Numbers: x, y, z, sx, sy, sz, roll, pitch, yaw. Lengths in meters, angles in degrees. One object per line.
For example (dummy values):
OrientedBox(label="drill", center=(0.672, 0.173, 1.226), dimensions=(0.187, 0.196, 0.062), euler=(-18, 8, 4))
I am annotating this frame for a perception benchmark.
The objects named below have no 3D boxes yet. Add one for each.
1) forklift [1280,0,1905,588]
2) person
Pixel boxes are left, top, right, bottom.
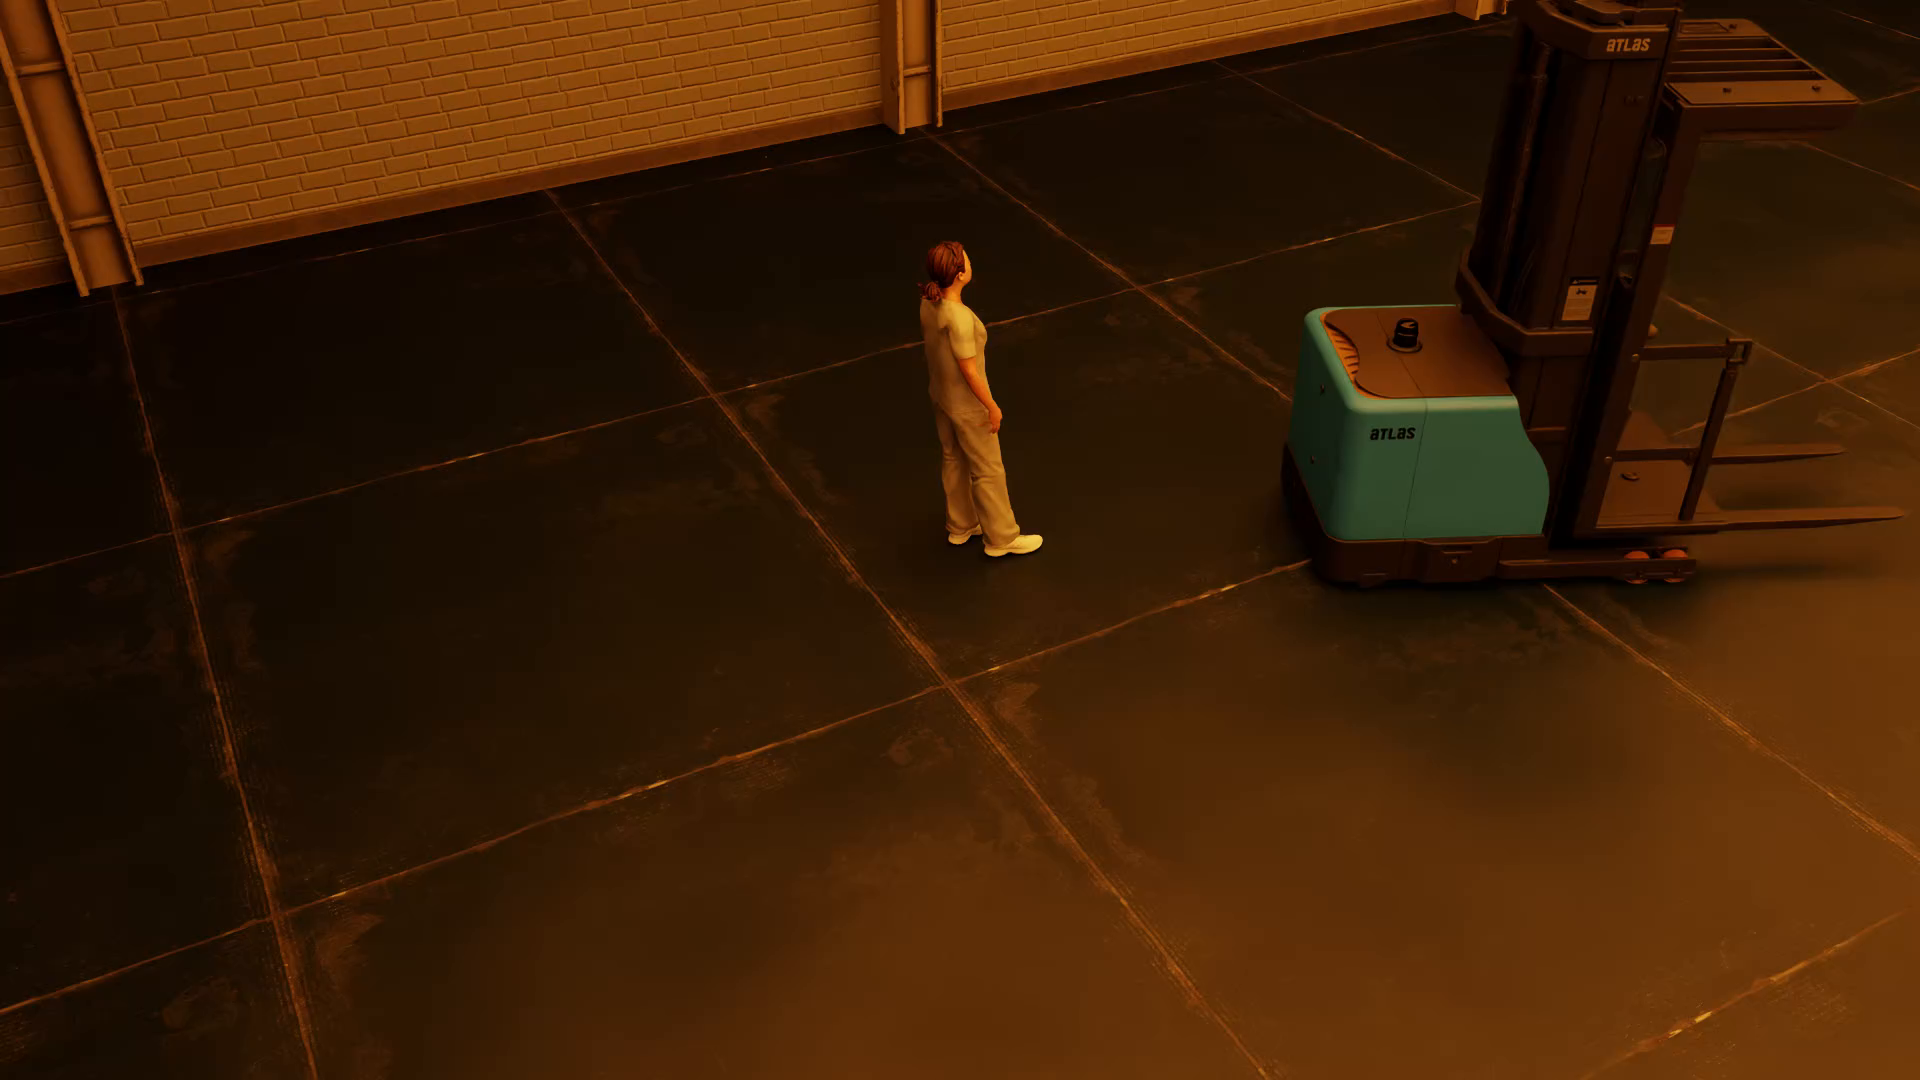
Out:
OrientedBox(label="forklift", center=(3.275, -1.281, 7.935), dimensions=(3.031, 2.935, 1.130), euler=(-2, 35, -3))
OrientedBox(label="person", center=(0.071, -0.703, 8.192), dimensions=(0.549, 1.675, 0.549), euler=(-17, 39, -23))
